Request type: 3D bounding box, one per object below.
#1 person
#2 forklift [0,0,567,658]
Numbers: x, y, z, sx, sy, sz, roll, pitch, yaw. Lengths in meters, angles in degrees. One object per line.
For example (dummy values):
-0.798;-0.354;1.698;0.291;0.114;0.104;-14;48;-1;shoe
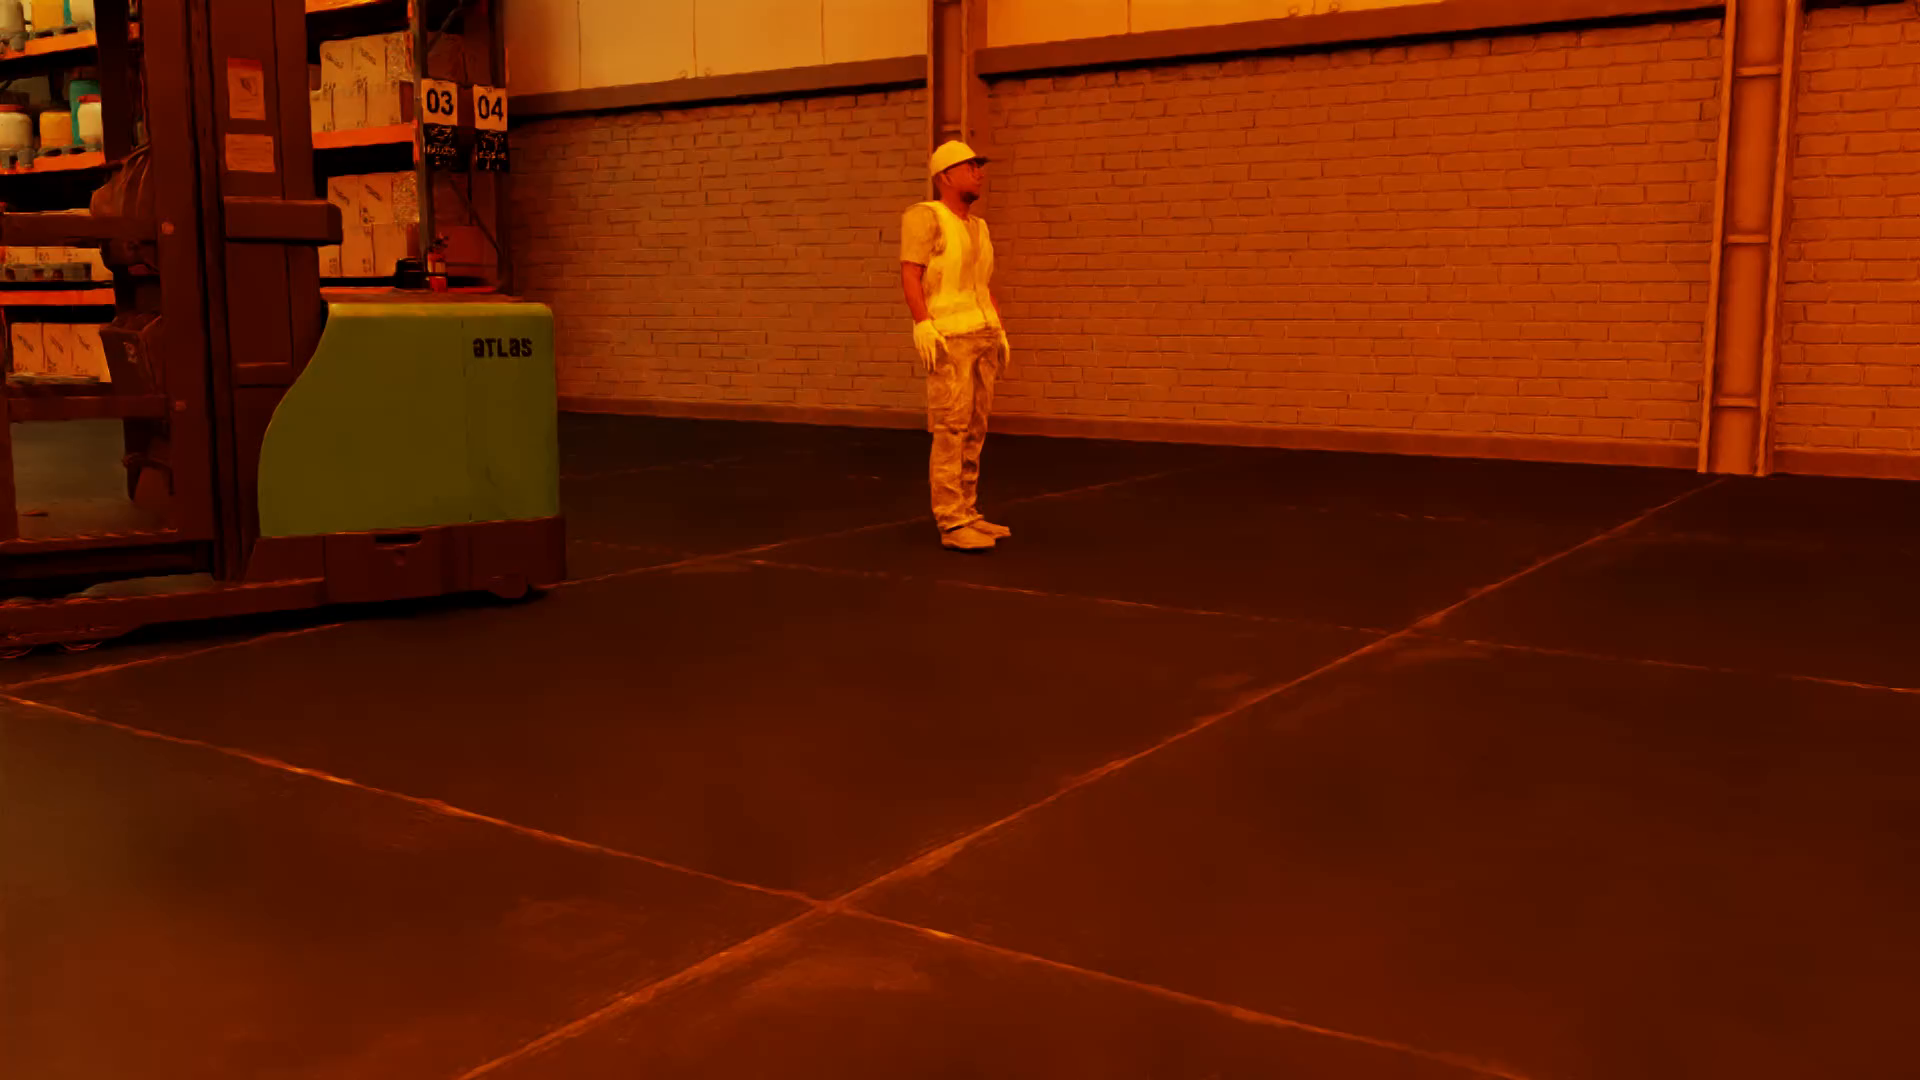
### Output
0.055;-0.883;7.431;0.576;1.782;0.655;5;10;34;person
-2.949;-1.175;5.453;3.031;2.935;1.130;-5;10;-33;forklift
